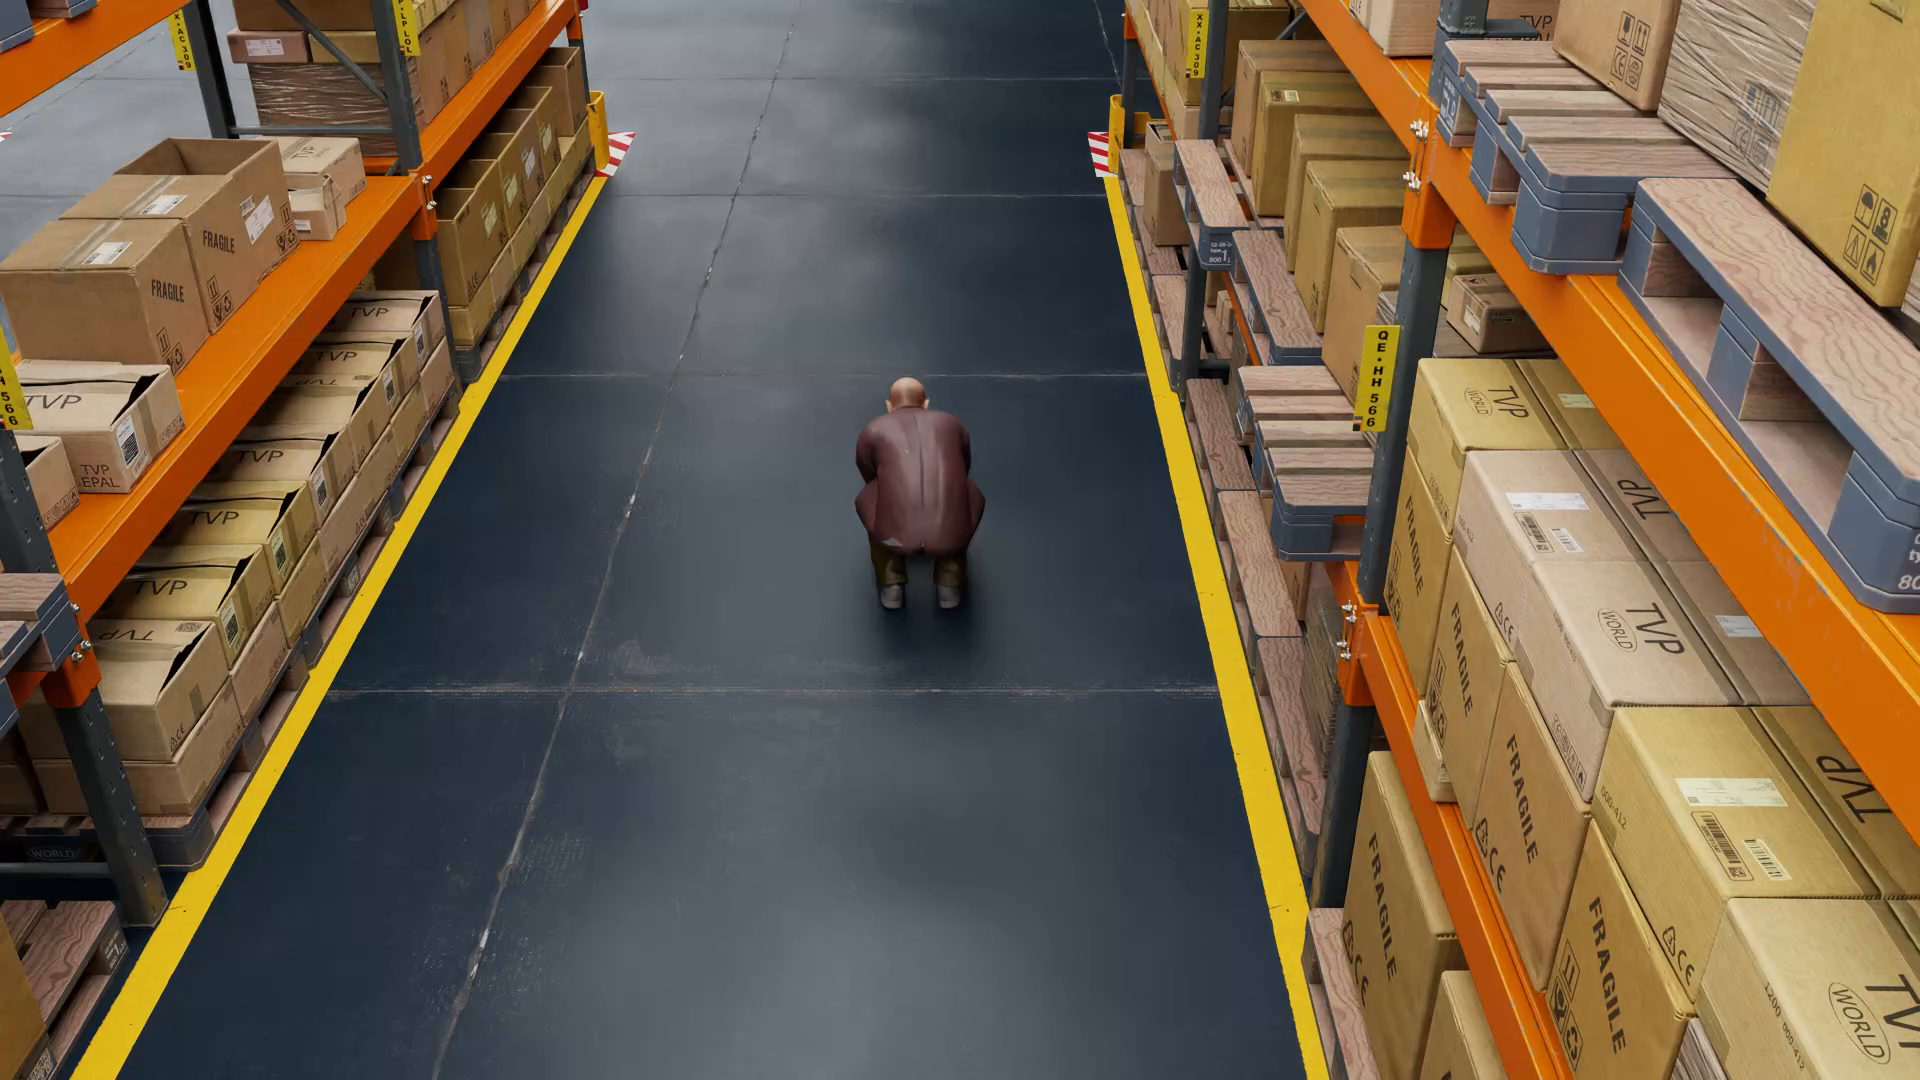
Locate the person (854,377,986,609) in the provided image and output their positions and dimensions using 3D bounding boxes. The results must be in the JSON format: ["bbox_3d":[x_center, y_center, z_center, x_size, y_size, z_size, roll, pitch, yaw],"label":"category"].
[{"bbox_3d":[-0.178,-0.163,7.453,0.582,0.892,0.912,0,31,-1],"label":"person"}]
